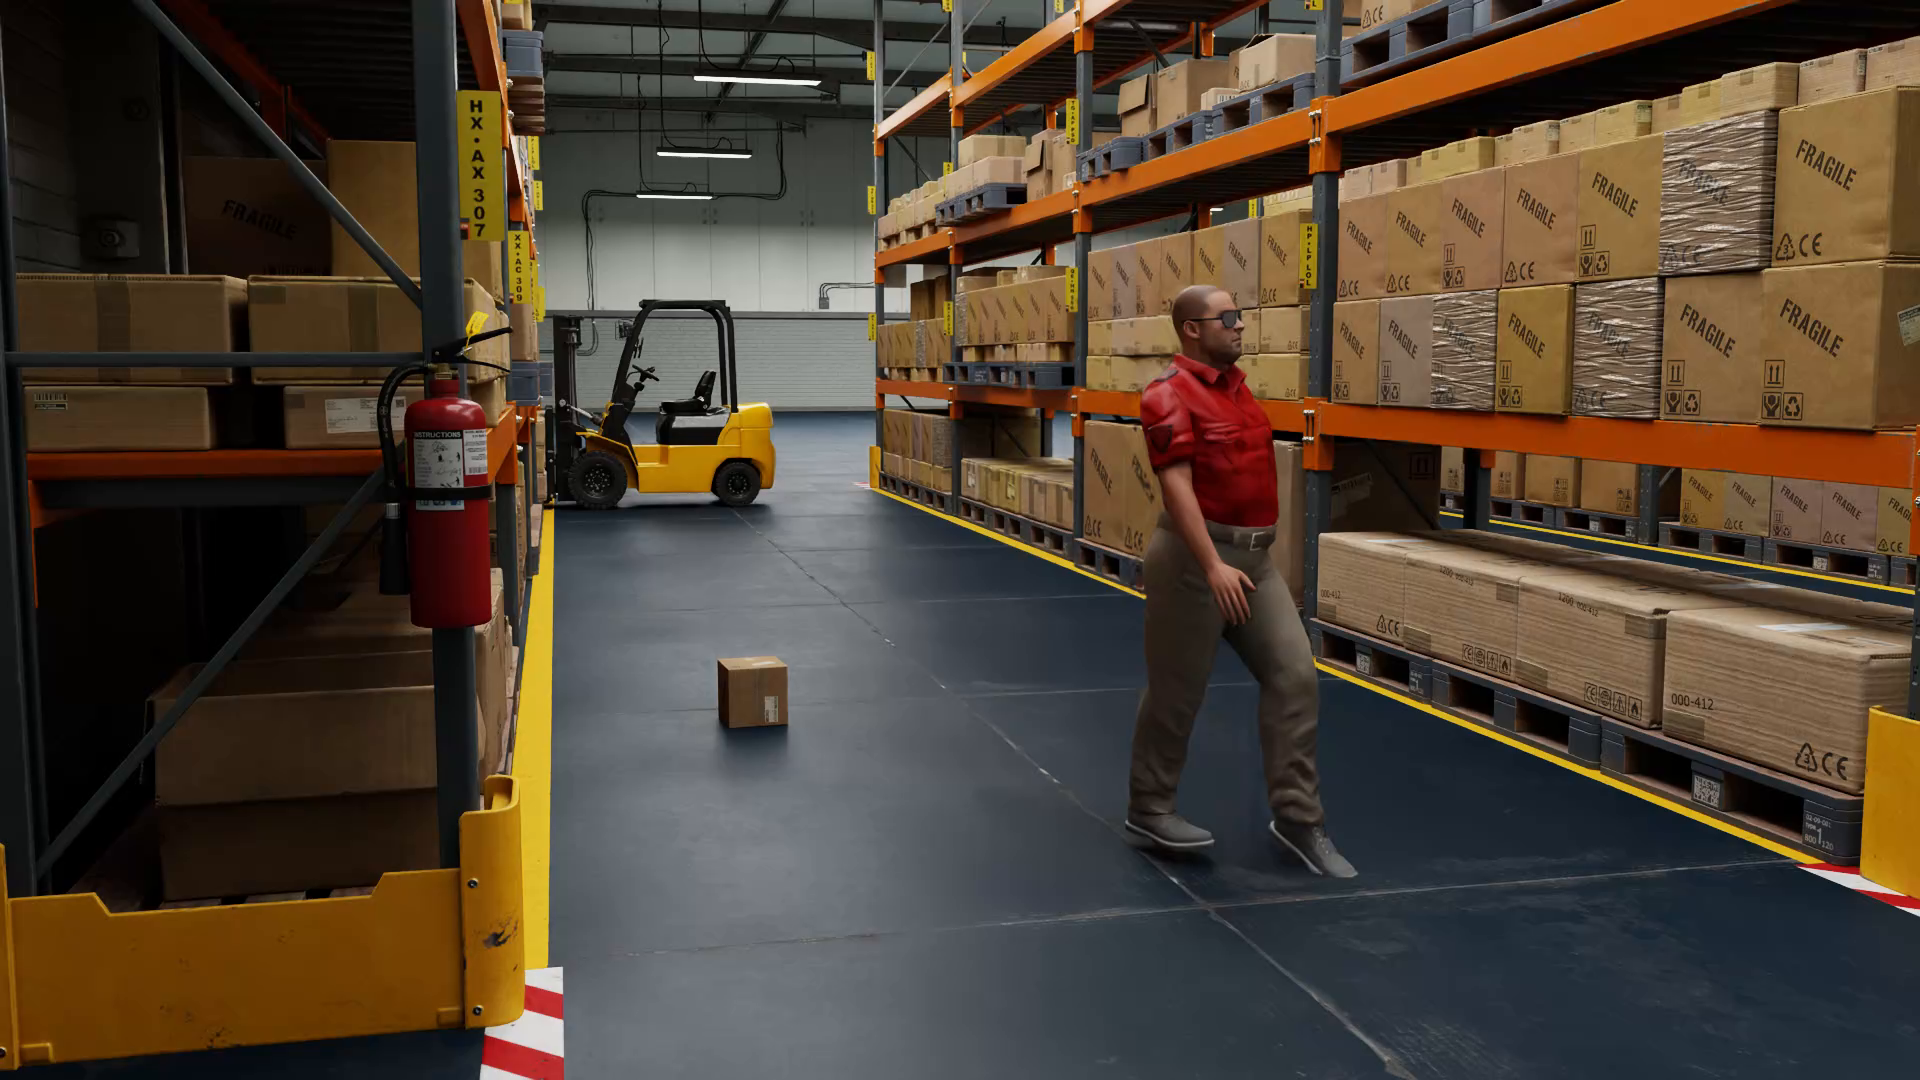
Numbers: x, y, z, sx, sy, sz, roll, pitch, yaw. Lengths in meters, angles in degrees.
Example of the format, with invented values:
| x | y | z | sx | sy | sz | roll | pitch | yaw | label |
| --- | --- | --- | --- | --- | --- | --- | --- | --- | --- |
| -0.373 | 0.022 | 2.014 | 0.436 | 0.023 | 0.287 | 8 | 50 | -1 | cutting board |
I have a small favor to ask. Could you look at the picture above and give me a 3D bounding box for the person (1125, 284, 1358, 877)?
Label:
| x | y | z | sx | sy | sz | roll | pitch | yaw | label |
| --- | --- | --- | --- | --- | --- | --- | --- | --- | --- |
| 0.814 | 0.138 | 4.940 | 0.535 | 1.784 | 0.708 | -6 | 8 | -44 | person |
